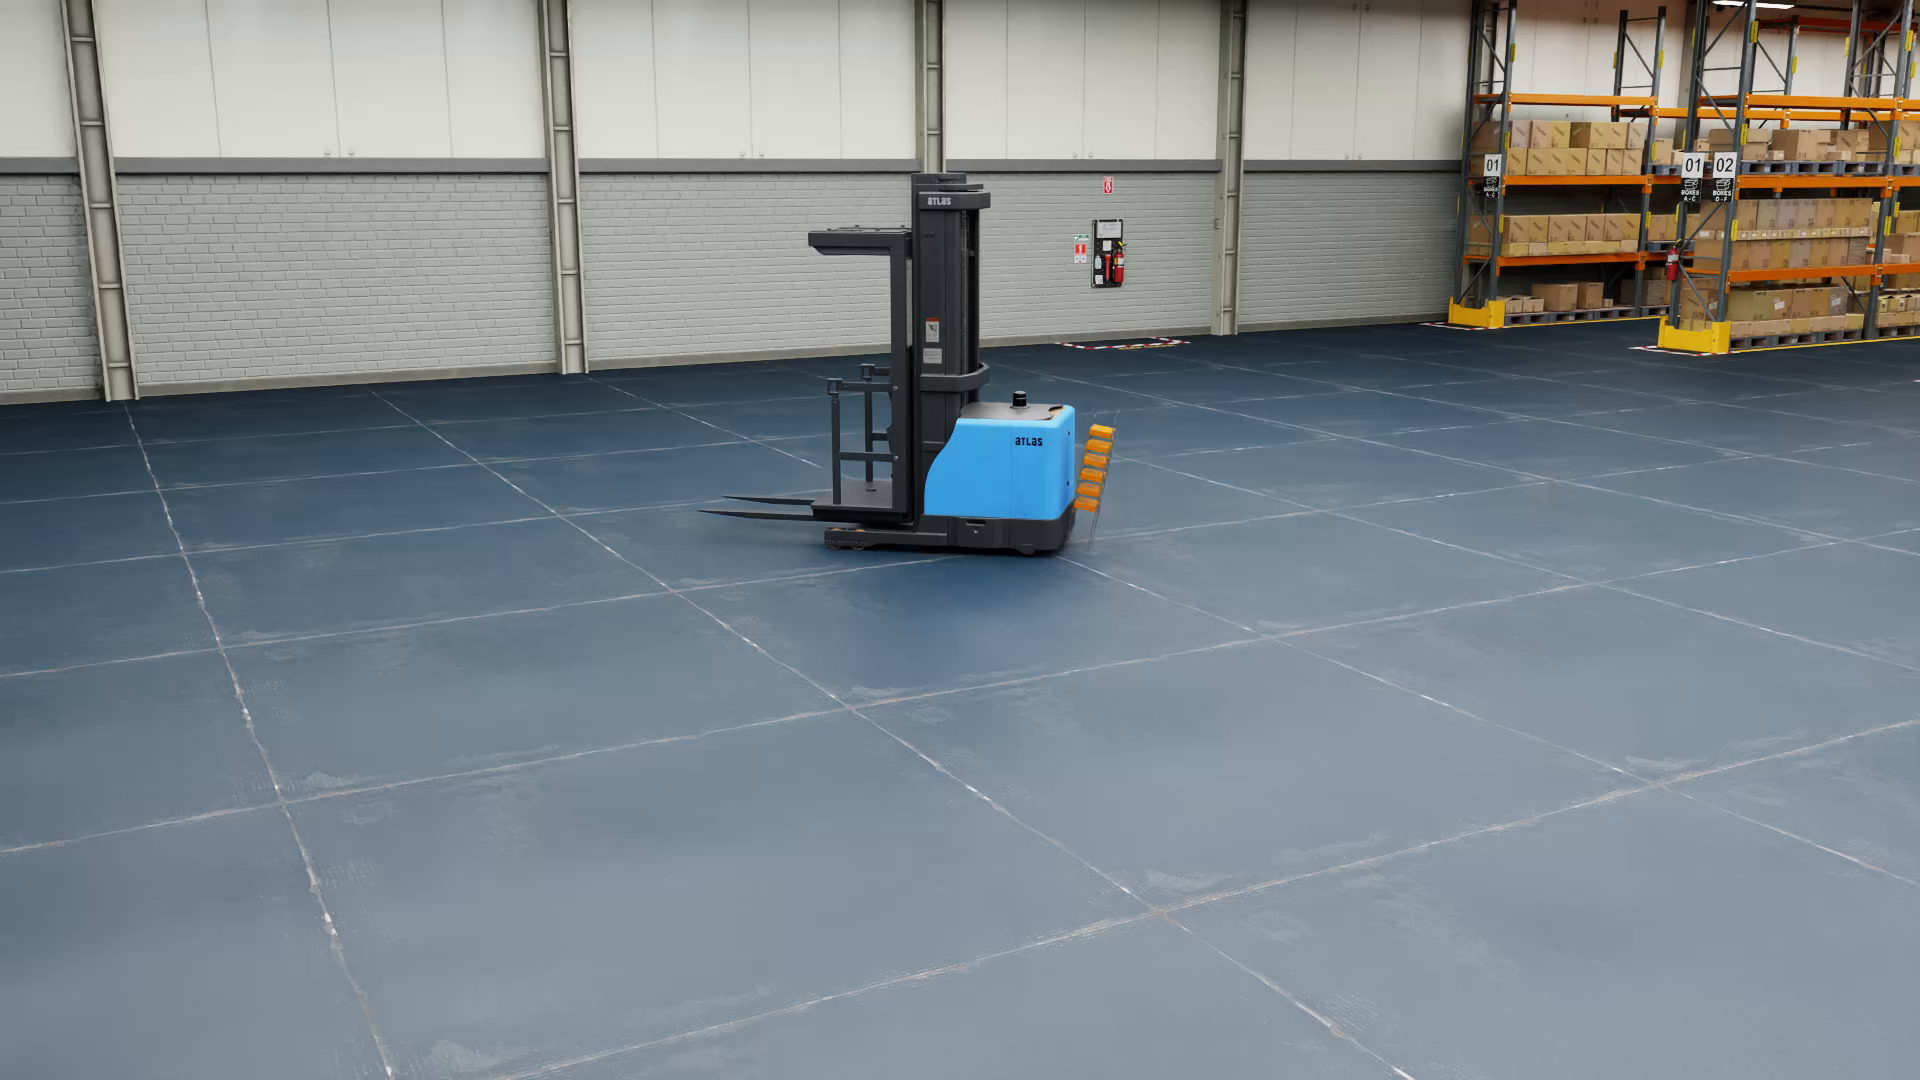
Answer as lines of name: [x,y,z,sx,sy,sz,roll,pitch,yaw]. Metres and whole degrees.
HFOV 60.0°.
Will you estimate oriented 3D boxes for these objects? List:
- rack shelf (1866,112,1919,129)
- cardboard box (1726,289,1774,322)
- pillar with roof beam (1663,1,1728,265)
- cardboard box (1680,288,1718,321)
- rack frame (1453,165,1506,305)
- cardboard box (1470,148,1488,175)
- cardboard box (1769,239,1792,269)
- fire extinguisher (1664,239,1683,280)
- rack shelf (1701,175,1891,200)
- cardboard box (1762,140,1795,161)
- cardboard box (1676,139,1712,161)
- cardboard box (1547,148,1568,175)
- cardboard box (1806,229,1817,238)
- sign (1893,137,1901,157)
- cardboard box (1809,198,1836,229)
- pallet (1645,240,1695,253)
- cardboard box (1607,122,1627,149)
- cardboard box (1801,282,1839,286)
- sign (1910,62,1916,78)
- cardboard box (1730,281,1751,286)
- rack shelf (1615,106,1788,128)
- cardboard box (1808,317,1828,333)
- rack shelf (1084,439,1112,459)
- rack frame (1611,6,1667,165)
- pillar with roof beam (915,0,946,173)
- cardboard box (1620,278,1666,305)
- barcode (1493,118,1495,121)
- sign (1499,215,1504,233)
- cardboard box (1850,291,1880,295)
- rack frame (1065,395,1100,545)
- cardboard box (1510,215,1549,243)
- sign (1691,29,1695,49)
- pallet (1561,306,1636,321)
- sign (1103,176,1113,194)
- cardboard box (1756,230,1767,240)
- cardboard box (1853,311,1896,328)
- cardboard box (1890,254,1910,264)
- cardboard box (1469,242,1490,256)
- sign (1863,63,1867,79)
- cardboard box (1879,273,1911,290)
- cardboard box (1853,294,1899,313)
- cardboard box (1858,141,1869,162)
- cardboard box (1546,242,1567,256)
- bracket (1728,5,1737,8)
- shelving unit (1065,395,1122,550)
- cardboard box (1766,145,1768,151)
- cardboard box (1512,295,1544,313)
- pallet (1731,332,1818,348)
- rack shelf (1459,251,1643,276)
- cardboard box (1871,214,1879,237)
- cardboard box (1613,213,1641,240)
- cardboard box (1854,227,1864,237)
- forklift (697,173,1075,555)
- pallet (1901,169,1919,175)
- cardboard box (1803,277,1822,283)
rack shelf: [22.150,-9.454,37.672,4.000,0.370,1.077,-7,14,-28]
cardboard box: [13.254,-3.942,27.892,0.500,0.500,0.500,-7,14,-28]
pillar with roof beam: [17.391,-8.569,31.191,0.548,9.000,9.100,-7,14,-28]
cardboard box: [12.566,-3.989,28.102,0.500,0.500,0.500,-7,14,-28]
rack frame: [9.862,-5.601,31.663,0.127,3.000,1.000,-7,14,-28]
cardboard box: [10.106,-7.215,31.732,0.500,0.500,0.500,-6,14,-24]
cardboard box: [13.551,-4.849,28.096,0.500,0.500,0.700,-7,14,-27]
fire extinguisher: [11.912,-4.686,27.774,0.183,0.674,0.296,-7,14,-28]
rack shelf: [13.994,-5.969,28.107,4.000,0.370,1.077,-7,14,-28]
cardboard box: [17.274,-8.230,35.286,0.500,0.500,0.700,-8,15,-32]
cardboard box: [14.973,-7.910,33.910,0.500,0.500,0.500,-7,15,-30]
cardboard box: [11.217,-7.215,31.729,0.500,0.500,0.500,-6,14,-25]
cardboard box: [14.266,-5.201,28.181,0.250,0.149,0.380,-6,14,-26]
sign: [16.017,-6.715,28.423,0.005,0.325,0.100,-7,14,-28]
cardboard box: [14.480,-5.595,28.456,0.500,0.500,0.700,-7,14,-28]
pallet: [14.113,-5.980,33.787,1.213,0.211,1.003,-7,14,-28]
cardboard box: [12.584,-7.866,32.348,0.500,0.500,0.500,-6,14,-25]
cardboard box: [15.192,-4.308,29.518,0.500,0.500,0.500,-7,14,-28]
sign: [20.665,-10.181,36.044,0.005,0.325,0.100,-7,14,-28]
cardboard box: [16.276,-5.351,35.248,0.500,0.500,0.700,-7,14,-27]
rack shelf: [15.128,-8.612,33.932,4.000,0.370,1.077,-7,14,-28]
cardboard box: [14.572,-3.733,28.673,0.500,0.250,0.500,-7,14,-28]
rack shelf: [1.098,-0.722,13.172,0.180,0.103,0.258,13,15,10]
rack frame: [13.372,-8.948,32.874,0.127,3.000,1.000,-7,14,-28]
pillar with roof beam: [1.591,-6.676,22.776,0.400,9.000,9.100,-7,14,-28]
cardboard box: [14.011,-5.097,34.117,0.500,0.500,0.700,-6,14,-26]
barcode: [10.245,-8.064,31.907,0.075,0.075,0.001,-7,14,-28]
sign: [10.122,-5.918,31.103,0.005,0.325,0.100,-7,14,-28]
cardboard box: [16.421,-4.358,30.170,0.500,0.311,0.500,-6,14,-26]
rack frame: [0.976,-0.557,13.237,0.006,1.200,0.240,13,15,10]
cardboard box: [10.863,-5.945,31.783,0.500,0.500,0.500,-7,14,-28]
sign: [11.991,-8.173,27.124,0.005,0.325,0.100,-7,14,-28]
pallet: [12.800,-4.583,33.495,1.213,0.211,1.003,-7,14,-28]
sign: [2.553,-6.106,28.631,0.199,0.298,0.001,-7,14,-28]
cardboard box: [13.136,-5.066,27.581,0.250,0.149,0.380,-7,14,-28]
cardboard box: [16.222,-3.925,29.525,0.500,0.250,0.500,-7,15,-29]
cardboard box: [16.625,-4.998,29.559,0.250,0.149,0.380,-7,14,-28]
cardboard box: [10.179,-5.624,32.062,0.500,0.250,0.500,-7,14,-27]
sign: [20.150,-10.432,36.981,0.005,0.325,0.100,-7,14,-28]
cardboard box: [21.100,-5.907,37.763,0.500,0.500,0.700,-7,14,-27]
cardboard box: [16.231,-4.200,29.467,0.500,0.311,0.500,-7,14,-28]
cardboard box: [19.569,-8.518,36.567,0.500,0.500,0.700,-8,15,-31]
cardboard box: [11.341,-5.637,32.122,0.500,0.250,0.500,-7,15,-29]
bracket: [15.862,-11.130,34.372,0.430,0.232,0.235,-7,14,-28]
shelving unit: [1.064,-0.536,13.222,0.189,1.200,0.258,13,15,10]
cardboard box: [13.123,-6.482,27.813,0.500,0.250,0.500,-7,14,-28]
cardboard box: [11.012,-4.619,32.423,0.500,0.311,0.500,-6,14,-23]
pallet: [13.959,-3.502,28.689,1.213,0.211,1.003,-7,14,-28]
rack shelf: [11.617,-5.460,32.677,4.000,0.370,1.077,-7,14,-28]
cardboard box: [20.110,-6.969,36.795,0.500,0.500,0.500,-7,15,-29]
cardboard box: [13.106,-6.214,32.979,0.500,0.500,0.500,-7,14,-28]
cardboard box: [15.395,-5.337,28.786,0.250,0.149,0.380,-7,15,-29]
forklift: [-0.616,-1.459,13.416,3.031,2.935,1.130,3,13,12]
pallet: [17.727,-6.652,29.935,1.213,0.211,1.003,-6,14,-25]
cardboard box: [18.364,-5.741,36.228,0.750,0.750,0.750,-7,14,-28]
